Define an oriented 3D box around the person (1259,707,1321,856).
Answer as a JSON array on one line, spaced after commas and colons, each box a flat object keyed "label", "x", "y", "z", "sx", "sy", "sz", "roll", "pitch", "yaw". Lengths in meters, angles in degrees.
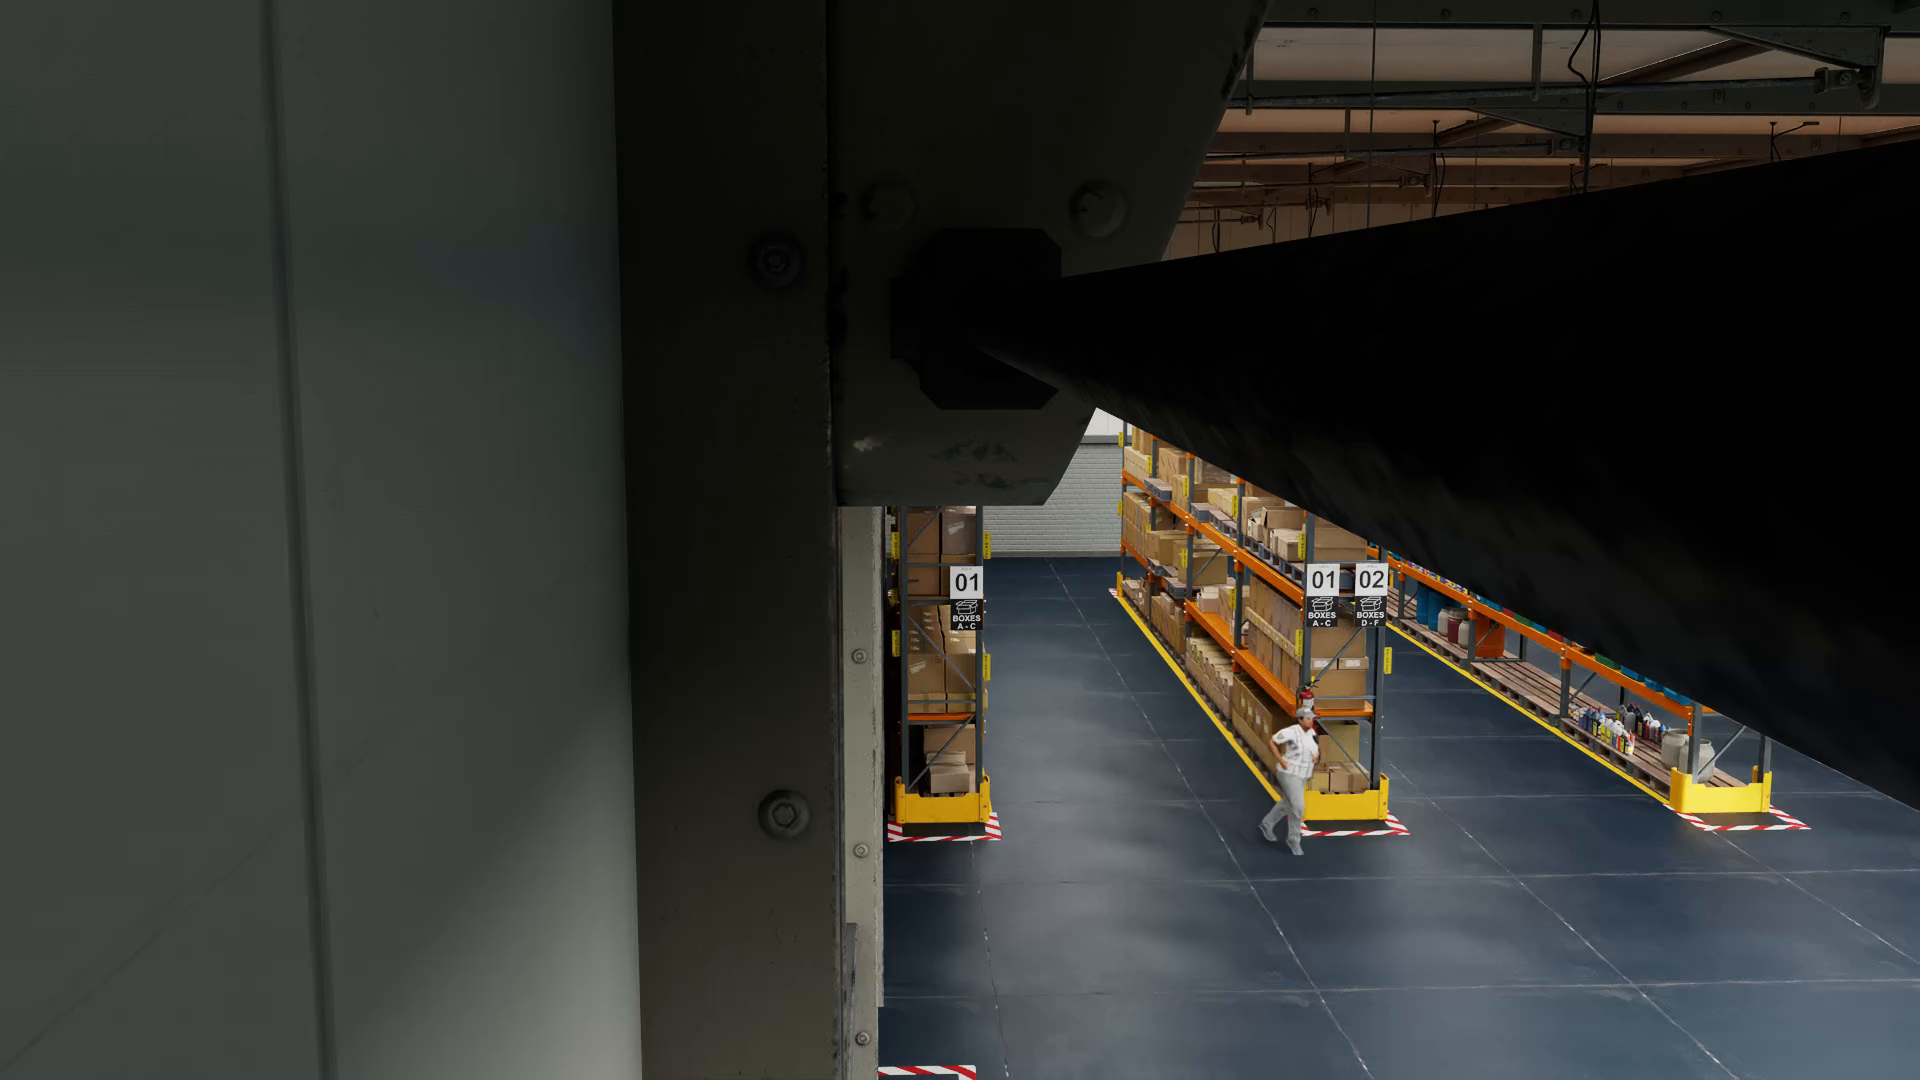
[{"label": "person", "x": 3.928, "y": 2.797, "z": 19.606, "sx": 0.625, "sy": 1.712, "sz": 0.729, "roll": -7, "pitch": 11, "yaw": -42}]
